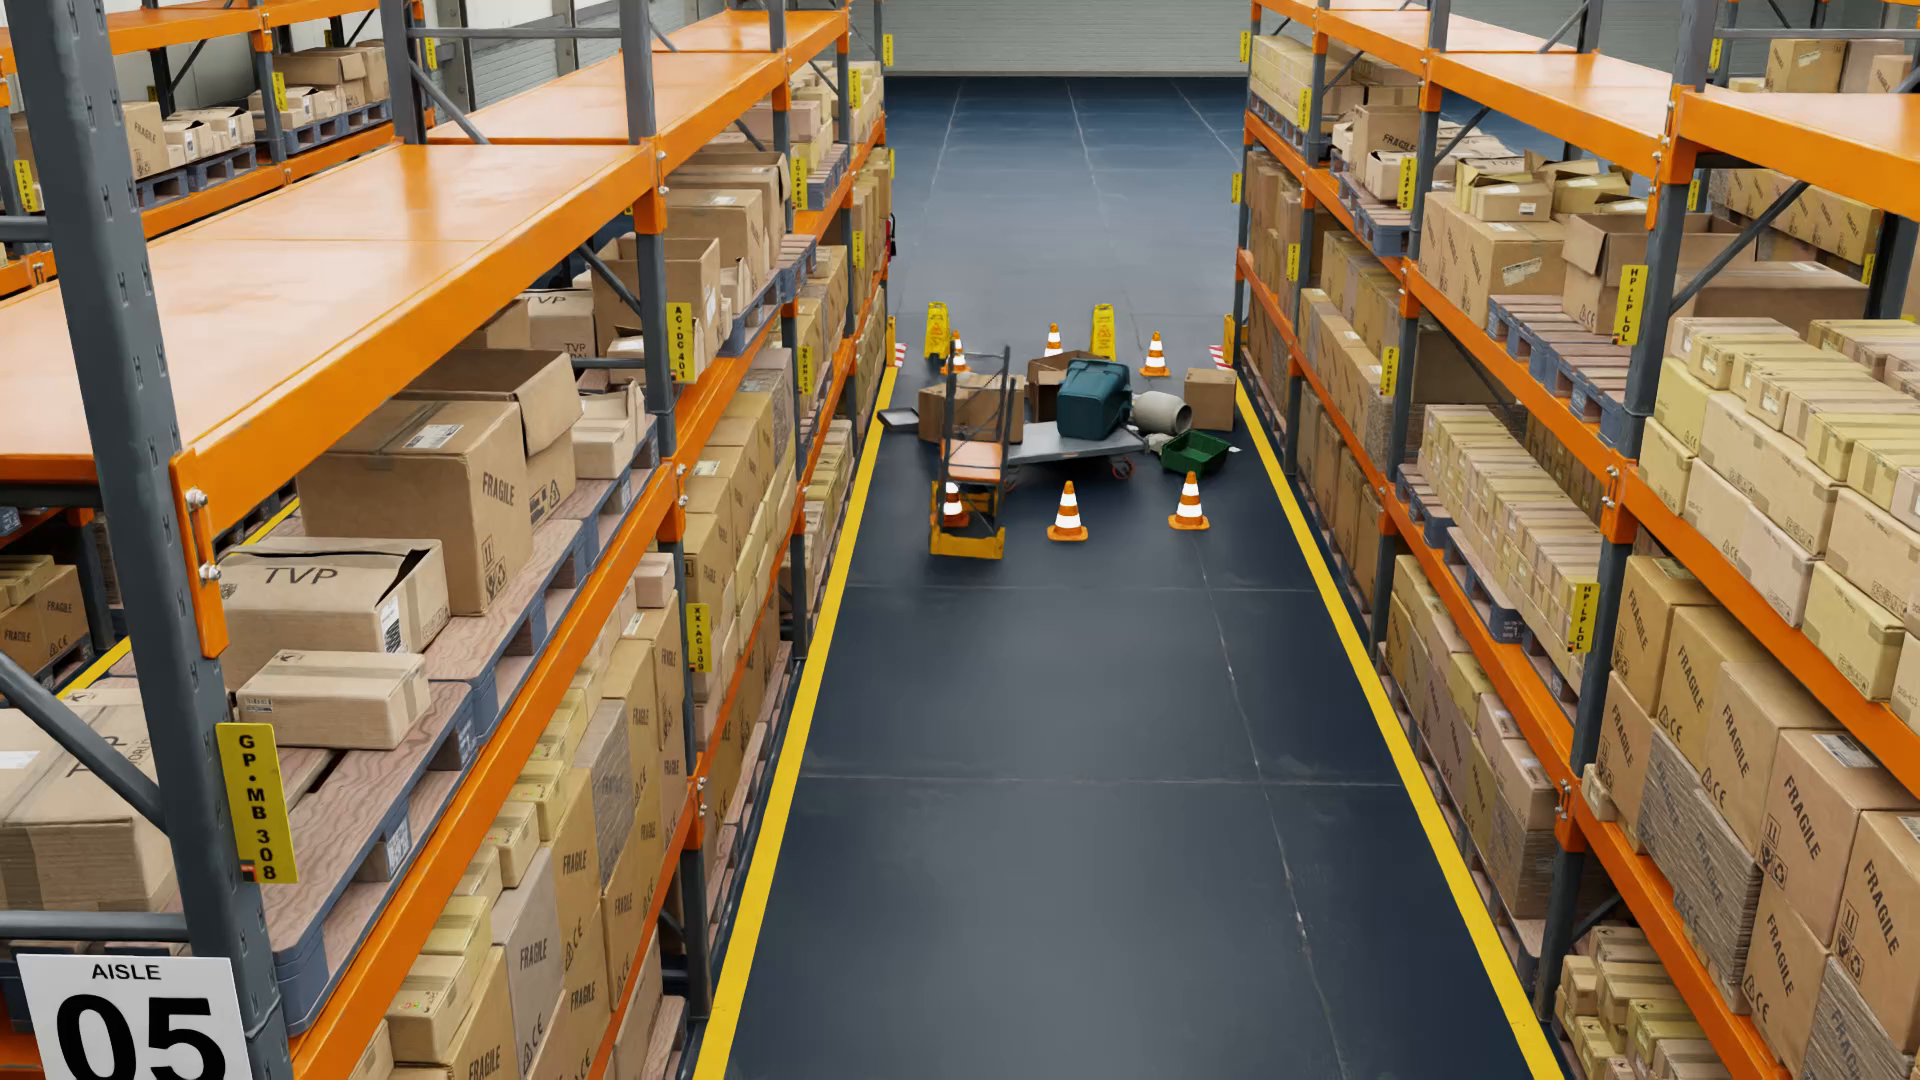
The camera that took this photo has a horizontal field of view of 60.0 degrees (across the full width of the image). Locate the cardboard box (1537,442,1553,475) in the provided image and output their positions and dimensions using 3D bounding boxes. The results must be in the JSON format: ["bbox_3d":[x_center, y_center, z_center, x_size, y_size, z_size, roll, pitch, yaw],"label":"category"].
[{"bbox_3d":[3.812,-0.502,10.324,0.380,0.149,0.250,1,21,4],"label":"cardboard box"}]

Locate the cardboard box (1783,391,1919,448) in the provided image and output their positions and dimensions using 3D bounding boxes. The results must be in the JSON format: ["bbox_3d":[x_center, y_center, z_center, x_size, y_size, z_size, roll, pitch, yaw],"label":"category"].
[{"bbox_3d":[2.972,-0.387,5.491,0.380,0.149,0.250,0,21,0],"label":"cardboard box"}]

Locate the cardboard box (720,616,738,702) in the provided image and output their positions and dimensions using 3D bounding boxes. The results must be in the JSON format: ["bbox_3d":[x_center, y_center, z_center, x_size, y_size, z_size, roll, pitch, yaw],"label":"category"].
[{"bbox_3d":[-1.402,0.590,8.361,0.500,0.250,0.500,0,21,0],"label":"cardboard box"}]

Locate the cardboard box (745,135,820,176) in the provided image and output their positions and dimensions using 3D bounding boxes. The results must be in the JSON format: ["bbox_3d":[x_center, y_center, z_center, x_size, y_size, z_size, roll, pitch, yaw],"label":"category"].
[{"bbox_3d":[-1.361,-2.973,12.818,0.500,0.250,0.500,1,21,2],"label":"cardboard box"}]

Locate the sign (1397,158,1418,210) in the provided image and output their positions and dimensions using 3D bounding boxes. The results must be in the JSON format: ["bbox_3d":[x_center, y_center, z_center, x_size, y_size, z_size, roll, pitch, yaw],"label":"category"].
[{"bbox_3d":[2.824,-2.250,10.504,0.100,0.325,0.005,1,21,2],"label":"sign"}]

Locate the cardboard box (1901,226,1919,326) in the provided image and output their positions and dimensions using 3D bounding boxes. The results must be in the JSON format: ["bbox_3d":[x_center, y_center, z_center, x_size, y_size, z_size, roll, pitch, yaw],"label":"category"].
[{"bbox_3d":[8.291,-2.109,13.702,1.000,1.000,1.000,1,21,2],"label":"cardboard box"}]

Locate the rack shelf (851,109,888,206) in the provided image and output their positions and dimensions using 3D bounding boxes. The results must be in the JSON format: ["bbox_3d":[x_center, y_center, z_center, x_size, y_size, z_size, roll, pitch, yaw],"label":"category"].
[{"bbox_3d":[-1.390,-3.815,16.356,1.077,0.370,4.000,1,21,2],"label":"rack shelf"}]

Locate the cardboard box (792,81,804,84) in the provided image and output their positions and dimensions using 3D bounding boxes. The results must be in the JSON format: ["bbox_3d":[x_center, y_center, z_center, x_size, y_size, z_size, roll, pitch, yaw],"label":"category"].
[{"bbox_3d":[-1.687,-4.269,15.775,0.380,0.149,0.250,1,21,2],"label":"cardboard box"}]

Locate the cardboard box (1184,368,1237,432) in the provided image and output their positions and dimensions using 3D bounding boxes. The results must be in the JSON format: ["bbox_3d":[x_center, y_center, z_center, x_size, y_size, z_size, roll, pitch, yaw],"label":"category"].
[{"bbox_3d":[2.522,-1.419,16.785,0.500,0.500,0.500,4,22,11],"label":"cardboard box"}]

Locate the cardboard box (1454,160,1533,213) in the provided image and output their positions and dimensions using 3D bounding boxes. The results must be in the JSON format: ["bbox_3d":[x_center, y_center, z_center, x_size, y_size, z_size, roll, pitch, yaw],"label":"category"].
[{"bbox_3d":[3.075,-2.037,9.582,0.396,0.266,0.258,1,21,2],"label":"cardboard box"}]

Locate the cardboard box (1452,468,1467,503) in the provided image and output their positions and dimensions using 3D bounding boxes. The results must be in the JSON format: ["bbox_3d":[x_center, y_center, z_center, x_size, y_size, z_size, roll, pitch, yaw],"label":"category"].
[{"bbox_3d":[3.145,-0.324,9.865,0.380,0.149,0.250,1,21,2],"label":"cardboard box"}]

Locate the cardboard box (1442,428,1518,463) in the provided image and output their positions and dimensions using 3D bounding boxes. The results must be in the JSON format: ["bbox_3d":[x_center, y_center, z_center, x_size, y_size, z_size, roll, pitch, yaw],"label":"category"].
[{"bbox_3d":[3.153,-0.570,10.088,0.380,0.149,0.250,1,21,1],"label":"cardboard box"}]

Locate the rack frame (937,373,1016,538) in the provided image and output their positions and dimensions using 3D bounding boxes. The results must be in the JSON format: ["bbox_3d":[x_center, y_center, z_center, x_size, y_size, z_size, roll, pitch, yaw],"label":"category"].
[{"bbox_3d":[0.115,-0.577,13.165,0.500,1.500,0.032,5,21,-3],"label":"rack frame"}]

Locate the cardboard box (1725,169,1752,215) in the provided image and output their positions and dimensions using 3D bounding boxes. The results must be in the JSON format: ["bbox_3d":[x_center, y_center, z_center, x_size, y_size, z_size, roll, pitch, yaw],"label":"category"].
[{"bbox_3d":[8.265,-3.641,17.127,0.500,0.500,0.500,1,21,2],"label":"cardboard box"}]

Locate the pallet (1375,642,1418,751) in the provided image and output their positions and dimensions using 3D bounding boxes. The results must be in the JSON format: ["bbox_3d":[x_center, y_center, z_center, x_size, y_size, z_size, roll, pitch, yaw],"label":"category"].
[{"bbox_3d":[3.353,1.018,10.907,1.003,0.211,1.213,1,21,2],"label":"pallet"}]

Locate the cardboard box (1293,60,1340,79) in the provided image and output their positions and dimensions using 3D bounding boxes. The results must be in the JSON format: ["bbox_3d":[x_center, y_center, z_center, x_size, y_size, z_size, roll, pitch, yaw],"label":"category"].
[{"bbox_3d":[3.209,-4.224,14.942,0.380,0.149,0.250,1,21,2],"label":"cardboard box"}]

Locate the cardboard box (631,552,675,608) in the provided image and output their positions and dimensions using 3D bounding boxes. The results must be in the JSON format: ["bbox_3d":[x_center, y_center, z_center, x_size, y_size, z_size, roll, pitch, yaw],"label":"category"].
[{"bbox_3d":[-1.385,0.163,6.837,0.380,0.149,0.250,0,21,1],"label":"cardboard box"}]

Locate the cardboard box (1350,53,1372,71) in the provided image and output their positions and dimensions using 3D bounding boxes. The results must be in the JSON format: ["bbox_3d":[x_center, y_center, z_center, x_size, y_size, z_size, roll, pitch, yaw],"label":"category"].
[{"bbox_3d":[3.888,-4.494,15.638,0.380,0.149,0.250,1,21,2],"label":"cardboard box"}]

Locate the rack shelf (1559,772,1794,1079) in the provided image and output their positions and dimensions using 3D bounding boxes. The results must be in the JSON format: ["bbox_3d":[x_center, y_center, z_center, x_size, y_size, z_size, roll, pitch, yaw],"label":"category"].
[{"bbox_3d":[3.196,1.940,5.670,1.077,0.370,4.000,1,21,2],"label":"rack shelf"}]

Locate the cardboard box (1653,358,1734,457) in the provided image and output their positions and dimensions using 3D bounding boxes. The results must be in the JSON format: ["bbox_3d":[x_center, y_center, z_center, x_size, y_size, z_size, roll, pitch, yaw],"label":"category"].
[{"bbox_3d":[3.002,-0.509,6.356,0.500,0.250,0.500,1,21,3],"label":"cardboard box"}]

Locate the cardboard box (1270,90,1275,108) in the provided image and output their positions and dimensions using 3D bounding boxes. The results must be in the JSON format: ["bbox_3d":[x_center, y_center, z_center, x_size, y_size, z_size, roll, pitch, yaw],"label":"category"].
[{"bbox_3d":[3.246,-4.312,16.271,0.380,0.149,0.250,1,21,2],"label":"cardboard box"}]

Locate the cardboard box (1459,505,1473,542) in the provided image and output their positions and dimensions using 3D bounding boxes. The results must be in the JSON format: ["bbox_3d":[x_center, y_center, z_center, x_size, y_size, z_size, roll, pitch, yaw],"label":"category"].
[{"bbox_3d":[3.135,-0.095,9.688,0.380,0.149,0.250,1,21,3],"label":"cardboard box"}]

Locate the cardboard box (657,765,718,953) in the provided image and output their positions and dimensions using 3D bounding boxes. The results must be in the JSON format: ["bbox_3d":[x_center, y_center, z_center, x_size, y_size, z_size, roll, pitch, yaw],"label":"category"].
[{"bbox_3d":[-1.755,1.433,8.338,0.875,0.875,0.875,1,21,3],"label":"cardboard box"}]

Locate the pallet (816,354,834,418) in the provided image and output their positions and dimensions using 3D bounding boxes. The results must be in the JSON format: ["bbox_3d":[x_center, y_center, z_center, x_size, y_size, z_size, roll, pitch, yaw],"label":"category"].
[{"bbox_3d":[-1.553,-1.209,13.057,1.003,0.211,1.213,1,21,2],"label":"pallet"}]

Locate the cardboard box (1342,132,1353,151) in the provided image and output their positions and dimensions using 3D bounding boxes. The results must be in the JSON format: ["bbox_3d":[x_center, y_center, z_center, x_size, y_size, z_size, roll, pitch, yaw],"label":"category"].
[{"bbox_3d":[3.221,-3.162,13.308,0.250,0.149,0.380,1,21,2],"label":"cardboard box"}]

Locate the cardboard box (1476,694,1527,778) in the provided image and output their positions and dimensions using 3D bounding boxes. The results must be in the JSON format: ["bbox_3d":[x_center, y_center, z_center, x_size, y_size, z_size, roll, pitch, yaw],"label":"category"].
[{"bbox_3d":[3.056,1.044,8.824,0.500,0.250,0.500,2,21,4],"label":"cardboard box"}]

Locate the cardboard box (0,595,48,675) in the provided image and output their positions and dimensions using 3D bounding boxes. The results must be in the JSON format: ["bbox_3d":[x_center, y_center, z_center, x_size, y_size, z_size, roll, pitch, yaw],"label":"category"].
[{"bbox_3d":[-6.357,0.670,10.824,0.500,0.500,0.500,0,21,1],"label":"cardboard box"}]

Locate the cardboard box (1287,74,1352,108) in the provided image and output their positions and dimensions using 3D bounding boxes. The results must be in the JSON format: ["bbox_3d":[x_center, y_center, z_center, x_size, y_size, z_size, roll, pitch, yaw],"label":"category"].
[{"bbox_3d":[3.274,-4.084,15.132,0.500,0.250,0.500,1,21,1],"label":"cardboard box"}]

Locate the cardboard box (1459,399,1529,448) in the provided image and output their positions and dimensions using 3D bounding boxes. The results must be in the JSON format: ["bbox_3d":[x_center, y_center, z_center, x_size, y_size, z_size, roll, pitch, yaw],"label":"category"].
[{"bbox_3d":[3.662,-0.771,11.523,0.500,0.500,0.500,1,21,2],"label":"cardboard box"}]

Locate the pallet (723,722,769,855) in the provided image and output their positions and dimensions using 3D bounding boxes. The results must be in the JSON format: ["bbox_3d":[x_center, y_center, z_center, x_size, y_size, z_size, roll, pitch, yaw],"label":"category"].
[{"bbox_3d":[-1.711,1.442,9.815,1.003,0.211,1.213,1,21,2],"label":"pallet"}]

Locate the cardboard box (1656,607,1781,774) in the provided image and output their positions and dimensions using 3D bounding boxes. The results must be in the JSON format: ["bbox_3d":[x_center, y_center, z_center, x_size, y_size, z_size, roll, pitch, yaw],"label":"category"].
[{"bbox_3d":[2.999,0.578,6.254,0.500,0.500,0.500,0,21,0],"label":"cardboard box"}]

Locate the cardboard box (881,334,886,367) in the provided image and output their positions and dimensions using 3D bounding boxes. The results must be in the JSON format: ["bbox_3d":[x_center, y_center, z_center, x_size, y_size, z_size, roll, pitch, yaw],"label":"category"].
[{"bbox_3d":[-1.085,-2.085,18.270,0.500,0.250,0.500,1,21,1],"label":"cardboard box"}]

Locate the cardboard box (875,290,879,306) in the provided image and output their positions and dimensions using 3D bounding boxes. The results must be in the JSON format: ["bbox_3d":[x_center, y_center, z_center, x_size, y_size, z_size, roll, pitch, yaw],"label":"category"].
[{"bbox_3d":[-1.047,-2.524,17.468,0.380,0.149,0.250,1,21,3],"label":"cardboard box"}]

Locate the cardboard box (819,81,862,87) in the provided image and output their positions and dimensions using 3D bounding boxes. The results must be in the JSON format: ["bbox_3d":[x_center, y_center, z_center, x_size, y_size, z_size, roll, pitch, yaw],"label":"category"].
[{"bbox_3d":[-1.130,-4.264,15.762,0.380,0.149,0.250,0,21,1],"label":"cardboard box"}]

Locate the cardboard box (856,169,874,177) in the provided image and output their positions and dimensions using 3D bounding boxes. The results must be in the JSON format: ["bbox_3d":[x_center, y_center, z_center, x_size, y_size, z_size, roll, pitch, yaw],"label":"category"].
[{"bbox_3d":[-1.216,-3.392,16.486,0.700,0.500,0.500,1,21,1],"label":"cardboard box"}]

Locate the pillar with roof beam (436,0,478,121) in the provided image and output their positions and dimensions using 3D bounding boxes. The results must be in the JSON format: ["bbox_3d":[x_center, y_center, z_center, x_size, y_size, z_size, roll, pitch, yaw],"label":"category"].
[{"bbox_3d":[-2.727,-8.205,22.530,9.100,9.000,0.400,1,21,2],"label":"pillar with roof beam"}]

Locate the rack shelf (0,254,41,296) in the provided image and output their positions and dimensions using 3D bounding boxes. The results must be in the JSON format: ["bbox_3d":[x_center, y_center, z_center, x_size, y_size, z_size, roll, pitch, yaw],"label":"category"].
[{"bbox_3d":[-6.595,-0.976,9.038,1.077,0.370,4.000,1,21,2],"label":"rack shelf"}]

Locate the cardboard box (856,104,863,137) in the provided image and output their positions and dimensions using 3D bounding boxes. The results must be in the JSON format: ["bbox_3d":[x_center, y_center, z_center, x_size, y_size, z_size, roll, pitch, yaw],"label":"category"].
[{"bbox_3d":[-1.157,-3.839,15.218,0.500,0.250,0.500,0,21,1],"label":"cardboard box"}]

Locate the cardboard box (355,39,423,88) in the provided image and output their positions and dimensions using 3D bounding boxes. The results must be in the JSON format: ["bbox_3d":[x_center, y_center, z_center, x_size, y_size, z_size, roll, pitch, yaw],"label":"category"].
[{"bbox_3d":[-6.060,-5.053,17.695,0.500,0.500,0.500,1,21,3],"label":"cardboard box"}]

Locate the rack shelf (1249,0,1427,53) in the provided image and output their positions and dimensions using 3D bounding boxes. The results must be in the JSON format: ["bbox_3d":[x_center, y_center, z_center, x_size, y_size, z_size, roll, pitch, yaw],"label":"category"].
[{"bbox_3d":[3.561,-5.009,15.839,1.077,0.370,4.000,1,21,2],"label":"rack shelf"}]

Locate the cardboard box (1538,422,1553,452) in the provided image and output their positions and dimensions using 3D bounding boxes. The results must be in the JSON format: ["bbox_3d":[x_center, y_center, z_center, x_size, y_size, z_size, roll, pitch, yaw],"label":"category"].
[{"bbox_3d":[3.812,-0.648,10.289,0.380,0.149,0.250,0,21,1],"label":"cardboard box"}]

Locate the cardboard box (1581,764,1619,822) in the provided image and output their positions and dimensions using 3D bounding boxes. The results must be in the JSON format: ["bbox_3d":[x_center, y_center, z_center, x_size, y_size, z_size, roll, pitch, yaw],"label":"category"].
[{"bbox_3d":[2.921,1.098,7.194,0.380,0.149,0.250,1,21,4],"label":"cardboard box"}]

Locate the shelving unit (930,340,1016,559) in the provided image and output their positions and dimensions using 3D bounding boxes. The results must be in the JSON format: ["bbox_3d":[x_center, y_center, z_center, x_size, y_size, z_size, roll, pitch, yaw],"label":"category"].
[{"bbox_3d":[0.109,-0.757,13.630,0.587,1.500,1.083,5,21,-3],"label":"shelving unit"}]

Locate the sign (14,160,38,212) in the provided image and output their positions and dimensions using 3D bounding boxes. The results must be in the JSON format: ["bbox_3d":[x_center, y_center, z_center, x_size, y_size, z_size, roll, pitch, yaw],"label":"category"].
[{"bbox_3d":[-5.991,-2.269,10.661,0.100,0.325,0.005,1,21,2],"label":"sign"}]

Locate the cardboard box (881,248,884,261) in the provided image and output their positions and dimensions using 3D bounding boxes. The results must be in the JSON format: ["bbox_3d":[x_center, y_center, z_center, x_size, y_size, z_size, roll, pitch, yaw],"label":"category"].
[{"bbox_3d":[-1.023,-3.128,18.083,0.380,0.149,0.250,0,21,1],"label":"cardboard box"}]

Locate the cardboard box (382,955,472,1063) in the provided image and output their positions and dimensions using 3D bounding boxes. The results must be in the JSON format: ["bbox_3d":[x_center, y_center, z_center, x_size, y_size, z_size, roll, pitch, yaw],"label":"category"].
[{"bbox_3d":[-1.469,1.181,4.214,0.380,0.149,0.250,1,21,3],"label":"cardboard box"}]

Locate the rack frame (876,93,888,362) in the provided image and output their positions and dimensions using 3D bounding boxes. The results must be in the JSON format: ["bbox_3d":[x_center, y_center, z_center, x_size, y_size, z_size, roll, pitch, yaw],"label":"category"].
[{"bbox_3d":[-1.329,-3.475,18.632,1.000,3.000,0.127,1,21,2],"label":"rack frame"}]

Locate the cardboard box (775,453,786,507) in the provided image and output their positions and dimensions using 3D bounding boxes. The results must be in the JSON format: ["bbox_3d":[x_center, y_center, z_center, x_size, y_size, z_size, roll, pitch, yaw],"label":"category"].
[{"bbox_3d":[-1.345,-0.382,10.177,0.500,0.250,0.500,0,21,0],"label":"cardboard box"}]

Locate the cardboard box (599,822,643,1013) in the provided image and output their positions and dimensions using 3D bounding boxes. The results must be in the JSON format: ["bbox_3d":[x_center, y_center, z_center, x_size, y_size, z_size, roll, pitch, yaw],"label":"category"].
[{"bbox_3d":[-1.463,1.356,6.043,0.500,0.500,0.500,0,21,1],"label":"cardboard box"}]

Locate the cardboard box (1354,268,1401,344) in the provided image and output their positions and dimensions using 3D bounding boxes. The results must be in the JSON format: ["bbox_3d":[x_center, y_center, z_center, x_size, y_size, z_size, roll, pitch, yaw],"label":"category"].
[{"bbox_3d":[3.445,-1.793,12.776,0.700,0.500,0.500,0,21,1],"label":"cardboard box"}]

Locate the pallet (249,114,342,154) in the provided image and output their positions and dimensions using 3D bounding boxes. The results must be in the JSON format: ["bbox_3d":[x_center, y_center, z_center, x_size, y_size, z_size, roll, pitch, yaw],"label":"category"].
[{"bbox_3d":[-6.412,-3.748,15.311,1.003,0.211,1.213,1,21,2],"label":"pallet"}]

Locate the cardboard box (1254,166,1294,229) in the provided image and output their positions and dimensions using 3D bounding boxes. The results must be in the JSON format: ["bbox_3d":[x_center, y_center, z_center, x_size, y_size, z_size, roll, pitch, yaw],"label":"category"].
[{"bbox_3d":[3.495,-3.496,16.985,0.875,0.550,0.550,1,21,2],"label":"cardboard box"}]

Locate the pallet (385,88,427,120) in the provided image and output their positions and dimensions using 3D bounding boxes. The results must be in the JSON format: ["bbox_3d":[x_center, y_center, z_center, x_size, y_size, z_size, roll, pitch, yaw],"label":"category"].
[{"bbox_3d":[-6.338,-4.630,17.584,1.003,0.211,1.213,1,21,2],"label":"pallet"}]

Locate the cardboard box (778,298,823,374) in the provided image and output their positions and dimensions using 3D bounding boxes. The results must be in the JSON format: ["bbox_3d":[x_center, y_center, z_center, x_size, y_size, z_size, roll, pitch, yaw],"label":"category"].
[{"bbox_3d":[-1.309,-1.504,12.423,0.500,0.500,0.500,1,21,3],"label":"cardboard box"}]

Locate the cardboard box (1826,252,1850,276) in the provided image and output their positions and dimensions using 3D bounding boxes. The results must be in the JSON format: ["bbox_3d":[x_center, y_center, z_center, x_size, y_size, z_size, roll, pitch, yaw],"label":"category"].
[{"bbox_3d":[8.581,-2.447,15.434,0.875,0.500,0.500,1,21,2],"label":"cardboard box"}]

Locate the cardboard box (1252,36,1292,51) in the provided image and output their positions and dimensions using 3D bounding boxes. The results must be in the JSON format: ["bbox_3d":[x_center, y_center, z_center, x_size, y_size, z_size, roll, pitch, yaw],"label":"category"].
[{"bbox_3d":[3.294,-5.235,17.548,0.380,0.149,0.250,1,21,2],"label":"cardboard box"}]

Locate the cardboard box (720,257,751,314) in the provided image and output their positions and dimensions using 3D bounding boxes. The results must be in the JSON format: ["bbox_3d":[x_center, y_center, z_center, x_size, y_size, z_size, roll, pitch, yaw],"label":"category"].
[{"bbox_3d":[-1.288,-1.325,8.548,0.396,0.266,0.258,2,21,6],"label":"cardboard box"}]

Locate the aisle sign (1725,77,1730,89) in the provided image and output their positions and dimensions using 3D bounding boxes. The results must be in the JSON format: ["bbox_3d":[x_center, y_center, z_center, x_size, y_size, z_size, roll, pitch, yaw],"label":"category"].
[{"bbox_3d":[8.279,-4.604,17.947,0.394,0.787,0.004,1,21,2],"label":"aisle sign"}]

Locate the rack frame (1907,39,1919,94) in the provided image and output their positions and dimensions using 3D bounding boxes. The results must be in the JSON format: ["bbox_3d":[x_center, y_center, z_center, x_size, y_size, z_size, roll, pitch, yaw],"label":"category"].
[{"bbox_3d":[8.455,-4.717,13.538,1.000,3.000,0.127,1,21,2],"label":"rack frame"}]

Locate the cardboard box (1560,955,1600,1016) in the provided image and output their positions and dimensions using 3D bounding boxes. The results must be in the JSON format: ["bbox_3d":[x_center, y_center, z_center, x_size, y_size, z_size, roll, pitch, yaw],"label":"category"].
[{"bbox_3d":[2.926,2.004,7.460,0.380,0.149,0.250,2,21,4],"label":"cardboard box"}]
